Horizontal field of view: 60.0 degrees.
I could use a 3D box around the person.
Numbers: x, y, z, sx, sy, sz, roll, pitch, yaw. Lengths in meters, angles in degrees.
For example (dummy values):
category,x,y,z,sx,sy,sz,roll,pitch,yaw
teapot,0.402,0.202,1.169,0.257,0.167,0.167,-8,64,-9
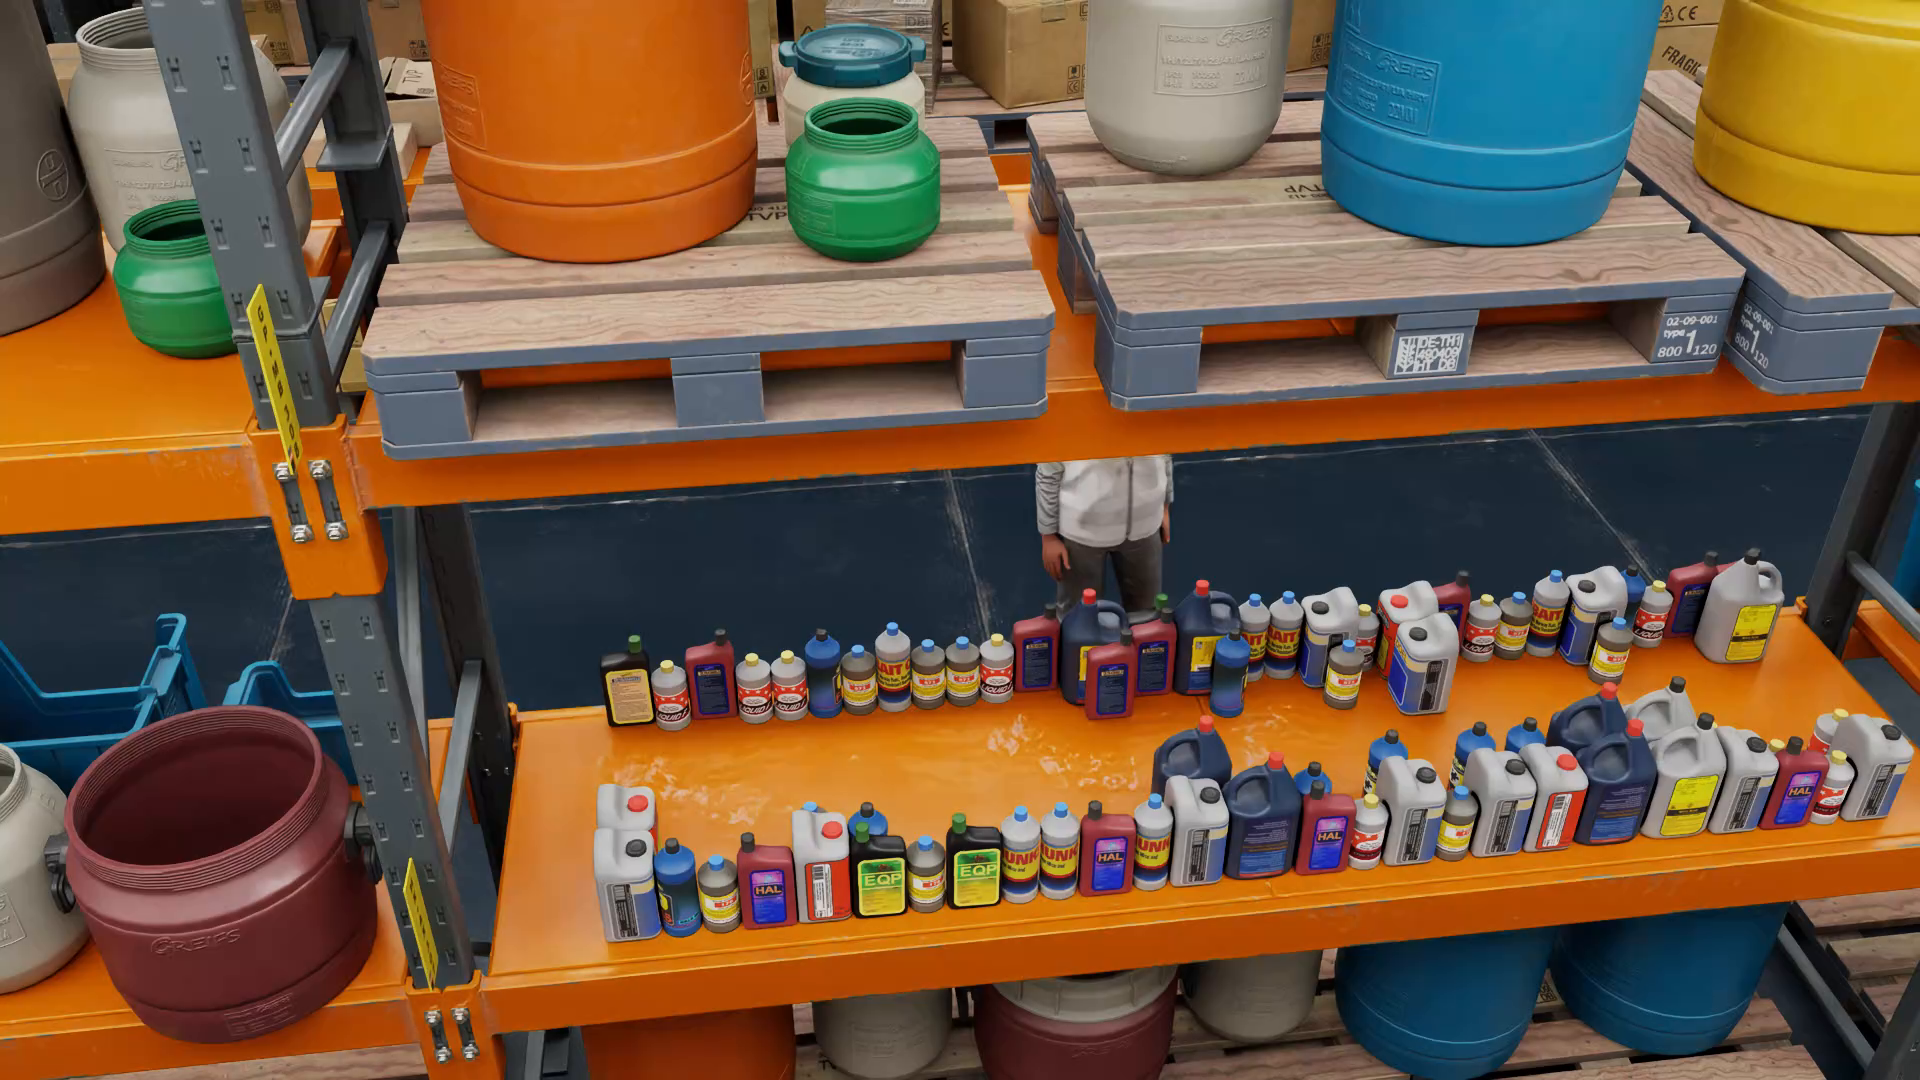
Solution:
category,x,y,z,sx,sy,sz,roll,pitch,yaw
person,0.563,-0.041,6.159,0.555,1.782,0.445,-14,37,-19
